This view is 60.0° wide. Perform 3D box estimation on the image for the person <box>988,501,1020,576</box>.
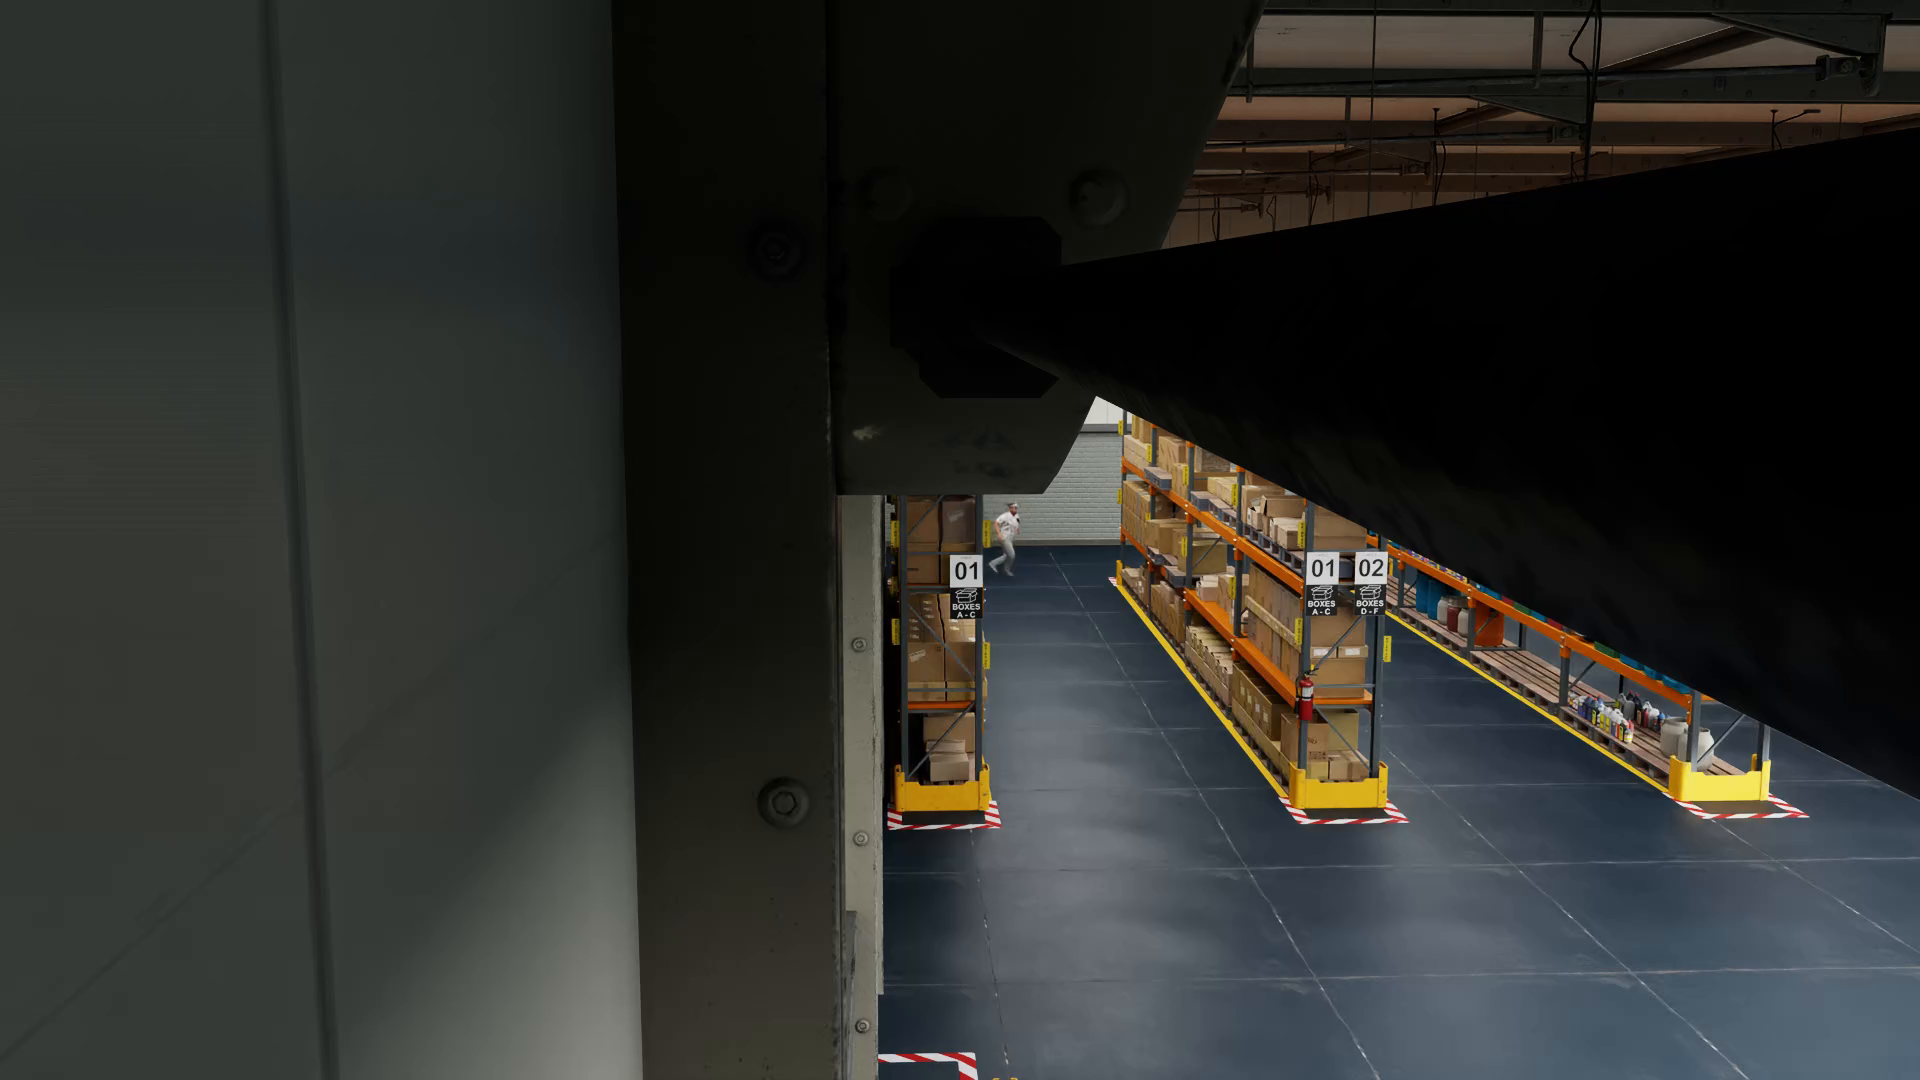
[{"bbox_3d":[1.020,-0.026,37.650,0.645,1.713,0.781,4,9,22],"label":"person"}]
